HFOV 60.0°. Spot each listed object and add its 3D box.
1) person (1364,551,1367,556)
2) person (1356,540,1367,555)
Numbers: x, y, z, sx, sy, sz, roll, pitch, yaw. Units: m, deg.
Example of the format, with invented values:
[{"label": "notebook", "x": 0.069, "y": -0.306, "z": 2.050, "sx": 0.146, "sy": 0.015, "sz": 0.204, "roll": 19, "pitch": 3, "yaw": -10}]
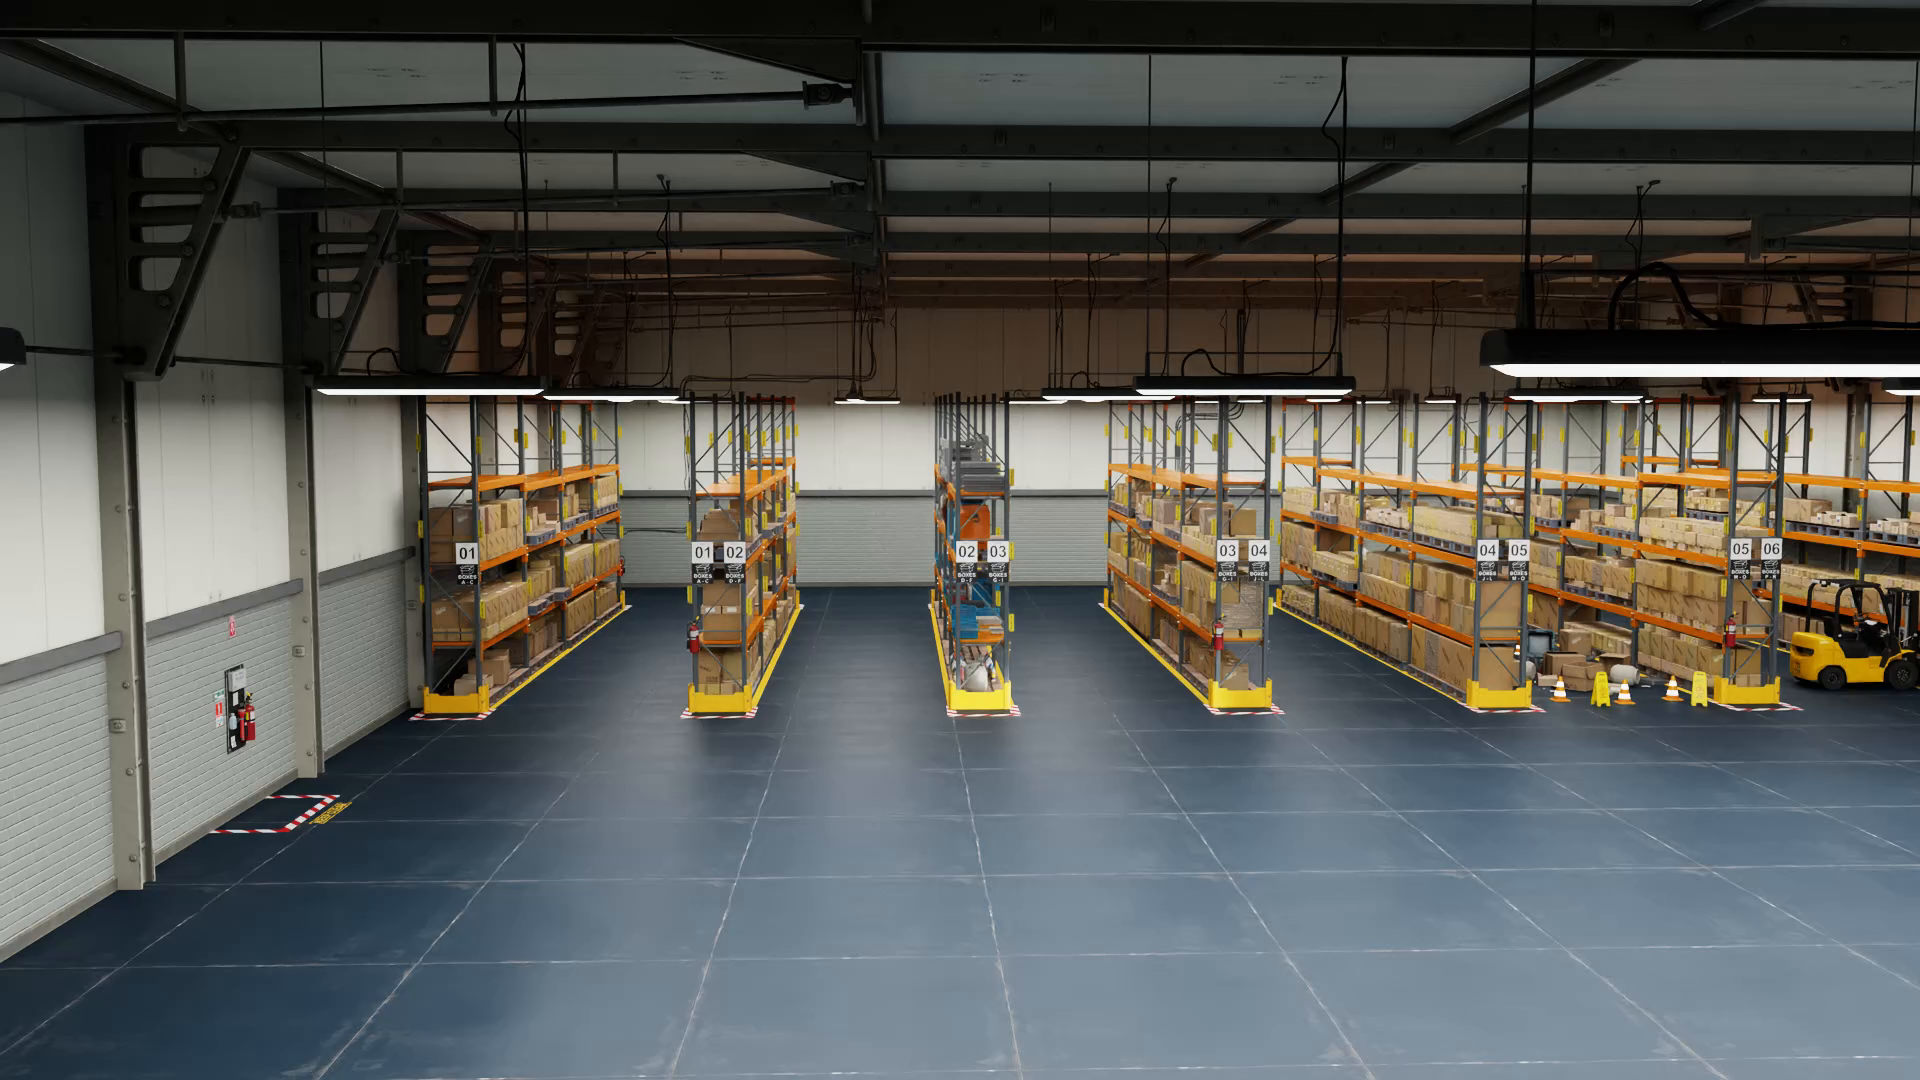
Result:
[{"label": "person", "x": 11.805, "y": 1.081, "z": 48.194, "sx": 0.933, "sy": 1.546, "sz": 0.498, "roll": 2, "pitch": 5, "yaw": 24}, {"label": "person", "x": 12.280, "y": 0.795, "z": 51.002, "sx": 0.631, "sy": 1.652, "sz": 0.526, "roll": -3, "pitch": 6, "yaw": -34}]
